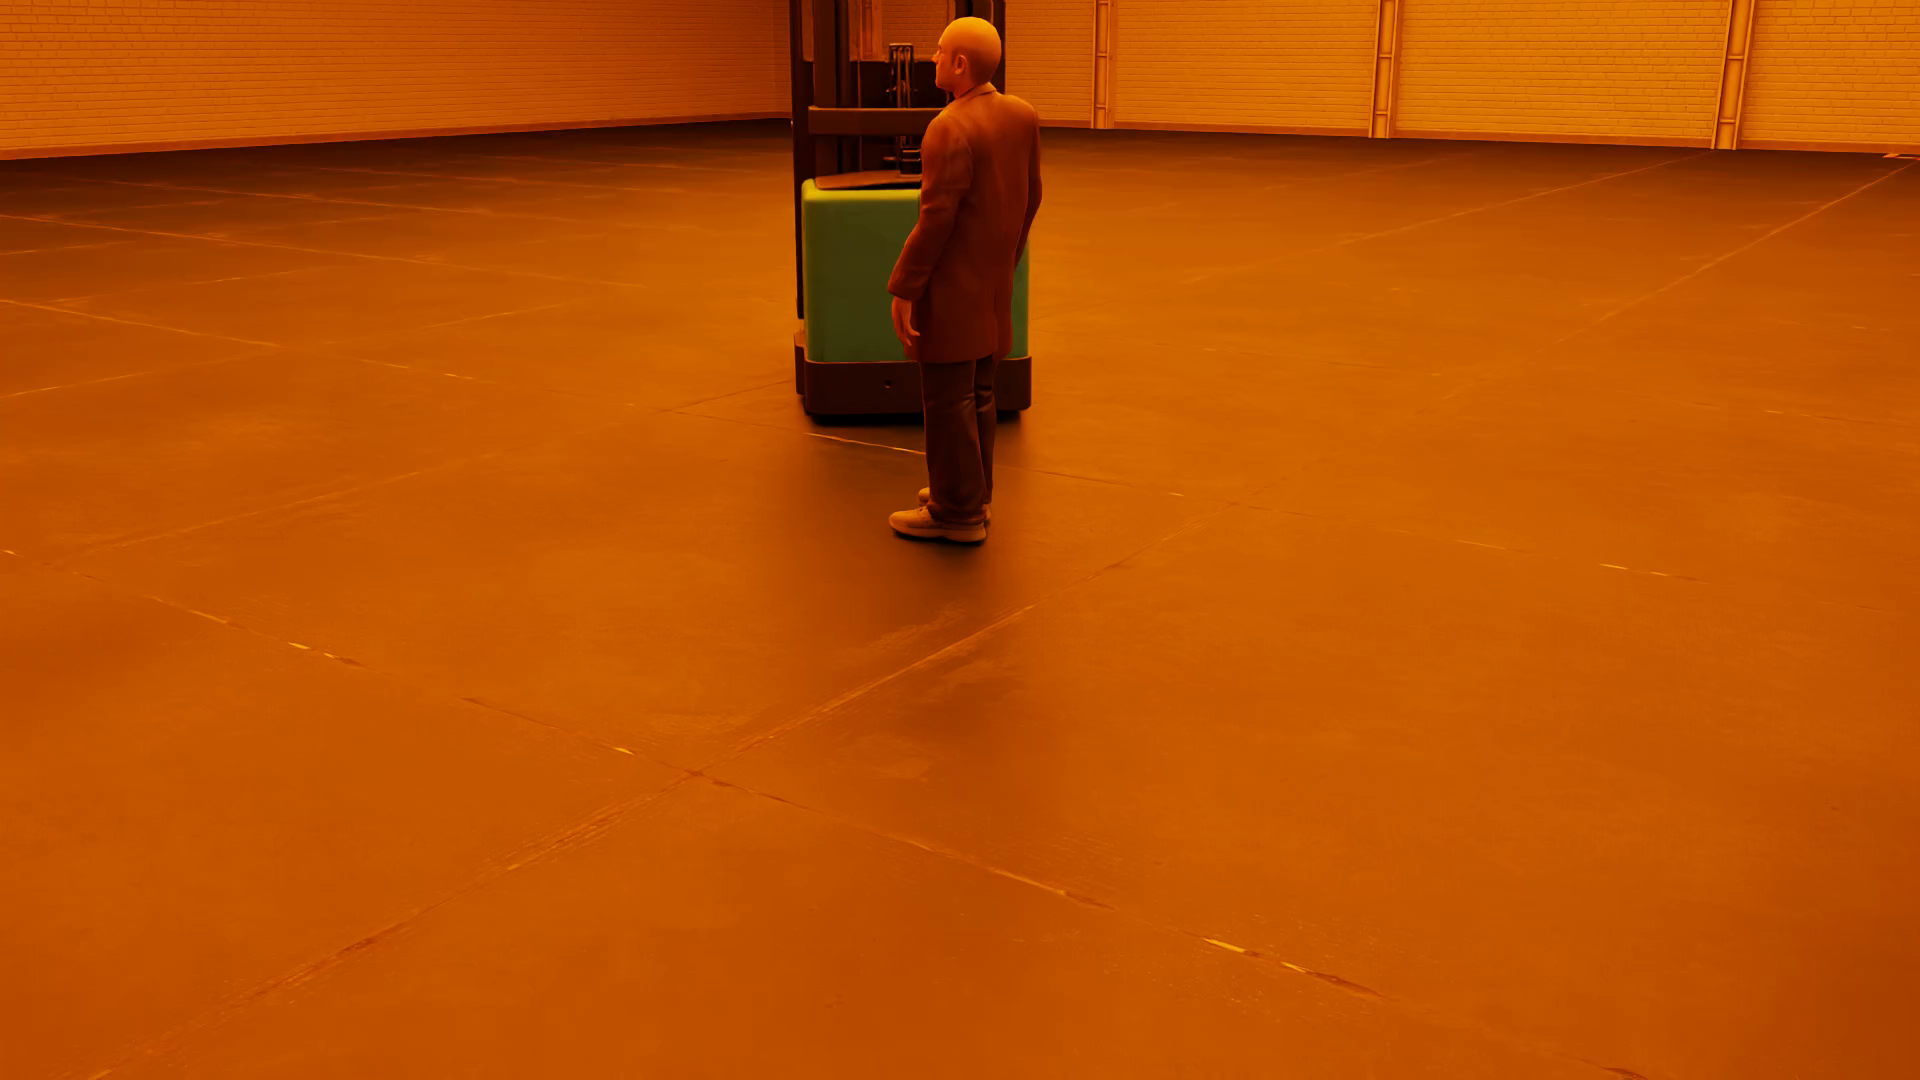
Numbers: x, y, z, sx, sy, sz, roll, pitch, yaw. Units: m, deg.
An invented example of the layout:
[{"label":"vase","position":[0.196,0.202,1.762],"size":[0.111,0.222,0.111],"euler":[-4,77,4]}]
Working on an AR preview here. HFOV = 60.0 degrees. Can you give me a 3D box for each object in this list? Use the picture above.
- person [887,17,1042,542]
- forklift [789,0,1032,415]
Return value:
[{"label":"person","position":[-0.072,-0.875,5.745],"size":[0.582,1.776,0.694],"euler":[11,20,33]},{"label":"forklift","position":[-0.342,-2.353,8.702],"size":[1.130,2.935,3.031],"euler":[-2,17,-6]}]
